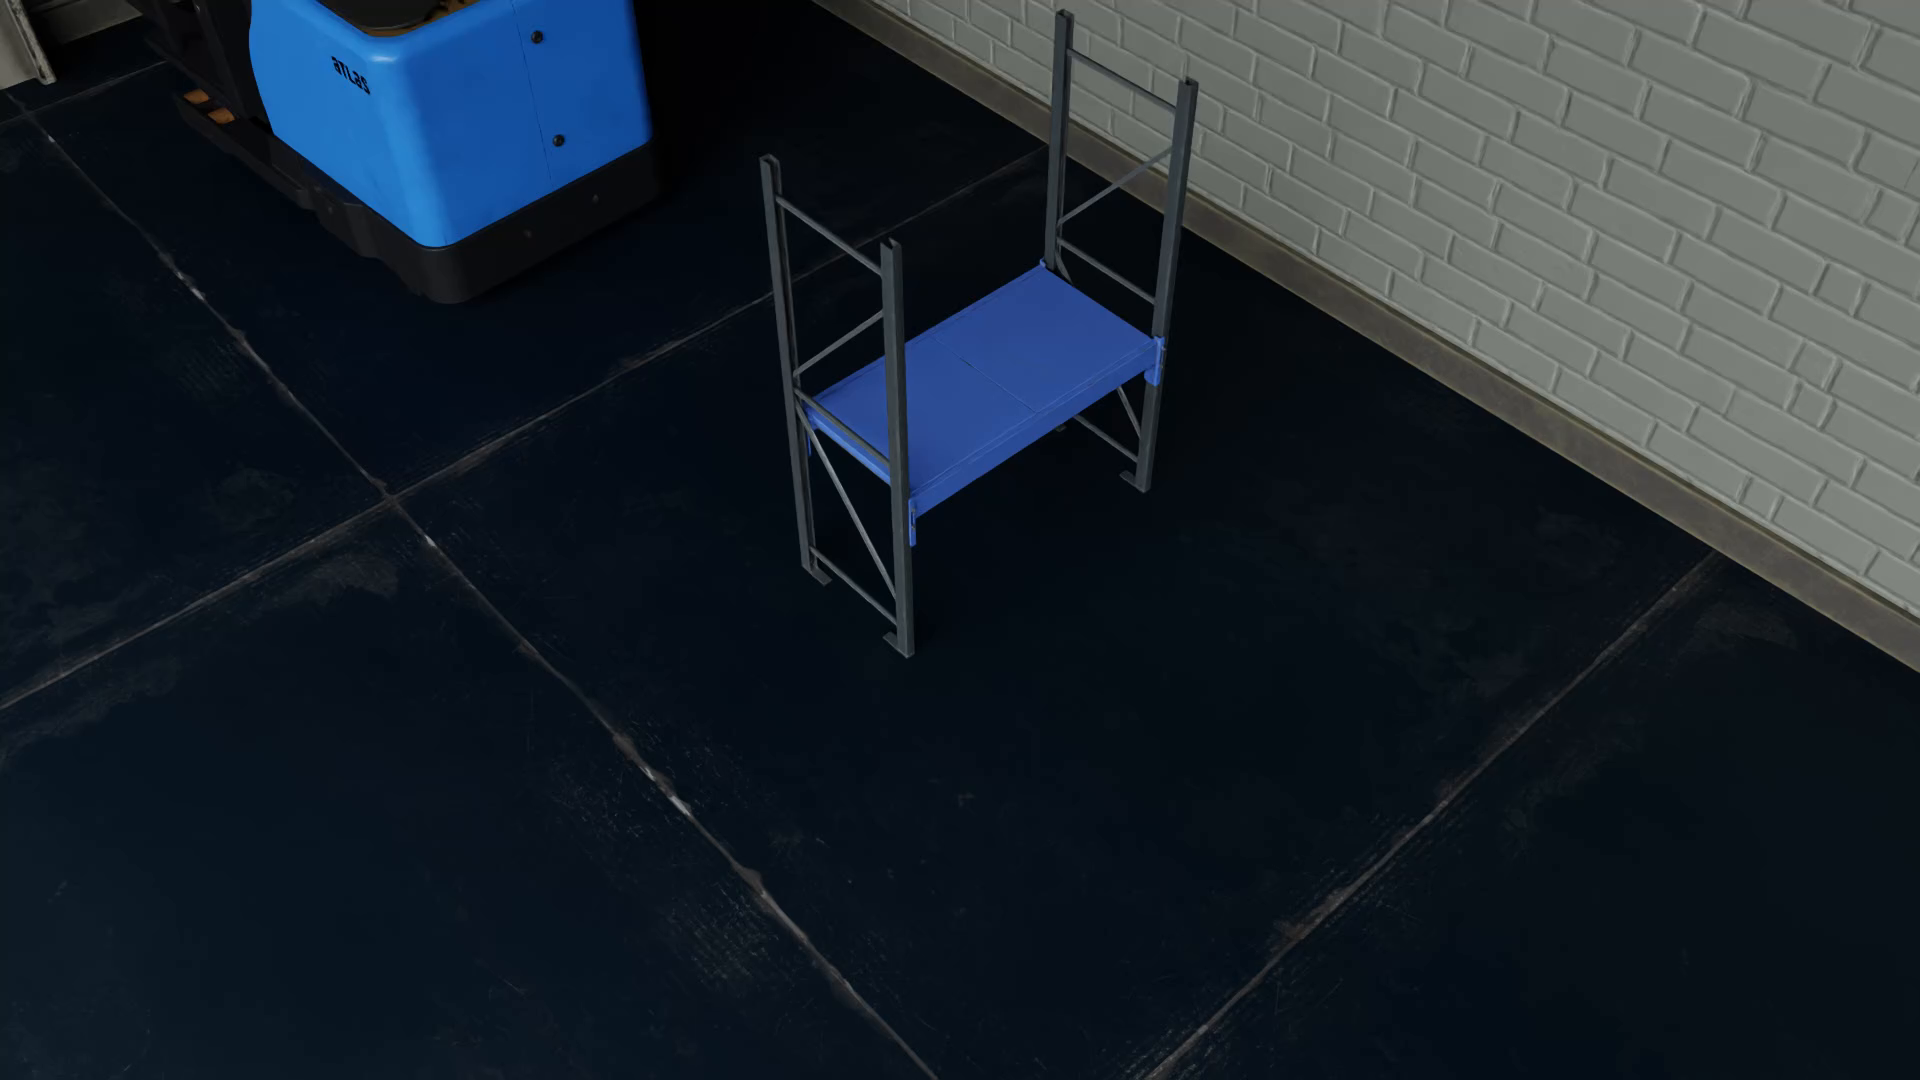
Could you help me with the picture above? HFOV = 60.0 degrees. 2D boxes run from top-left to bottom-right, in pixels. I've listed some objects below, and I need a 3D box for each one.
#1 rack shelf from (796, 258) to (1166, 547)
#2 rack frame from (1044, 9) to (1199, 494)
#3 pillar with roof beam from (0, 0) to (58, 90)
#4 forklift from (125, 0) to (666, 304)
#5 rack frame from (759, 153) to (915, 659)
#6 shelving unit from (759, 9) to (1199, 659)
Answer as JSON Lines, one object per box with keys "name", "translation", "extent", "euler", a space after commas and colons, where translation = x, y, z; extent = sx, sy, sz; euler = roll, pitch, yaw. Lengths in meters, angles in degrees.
{"name": "rack shelf", "translation": [0.063, -0.429, 4.870], "extent": [1.000, 0.185, 0.538], "euler": [-34, 56, -27]}
{"name": "rack frame", "translation": [0.439, -0.802, 4.970], "extent": [0.032, 1.500, 0.500], "euler": [-34, 56, -27]}
{"name": "pillar with roof beam", "translation": [-1.176, -2.645, 1.567], "extent": [0.400, 9.000, 9.100], "euler": [-34, 56, -27]}
{"name": "forklift", "translation": [-2.539, -2.805, 5.843], "extent": [3.031, 2.935, 1.130], "euler": [35, 56, 28]}
{"name": "rack frame", "translation": [-0.313, -0.299, 4.506], "extent": [0.032, 1.500, 0.500], "euler": [-34, 56, -27]}
{"name": "shelving unit", "translation": [0.063, -0.551, 4.738], "extent": [1.048, 1.500, 0.538], "euler": [-34, 56, -27]}
